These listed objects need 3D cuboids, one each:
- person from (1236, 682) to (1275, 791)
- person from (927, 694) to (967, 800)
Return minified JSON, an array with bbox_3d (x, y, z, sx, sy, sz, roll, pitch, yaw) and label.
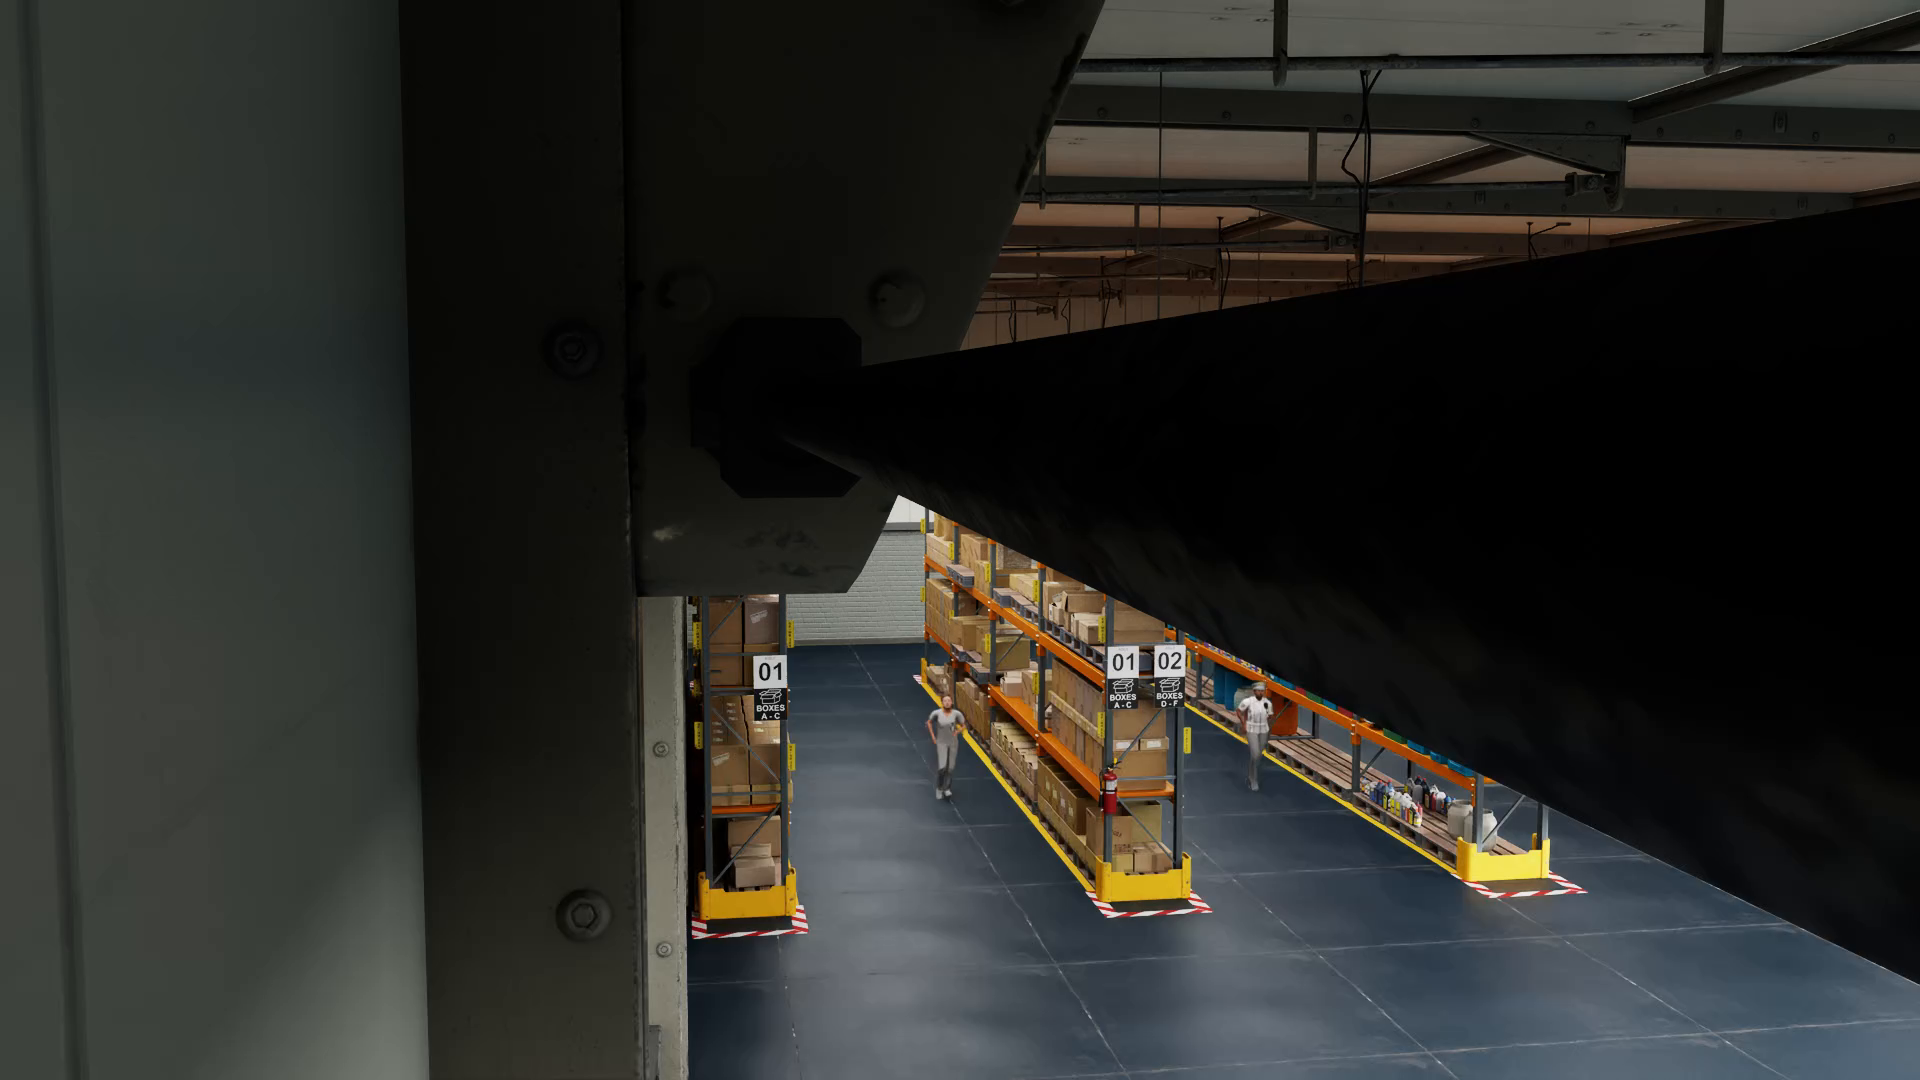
[{"bbox_3d":[4.787,3.140,26.807,0.556,1.758,0.762,-1,5,-13],"label":"person"},{"bbox_3d":[-0.195,3.218,25.941,0.602,1.669,0.612,-1,5,-6],"label":"person"}]
